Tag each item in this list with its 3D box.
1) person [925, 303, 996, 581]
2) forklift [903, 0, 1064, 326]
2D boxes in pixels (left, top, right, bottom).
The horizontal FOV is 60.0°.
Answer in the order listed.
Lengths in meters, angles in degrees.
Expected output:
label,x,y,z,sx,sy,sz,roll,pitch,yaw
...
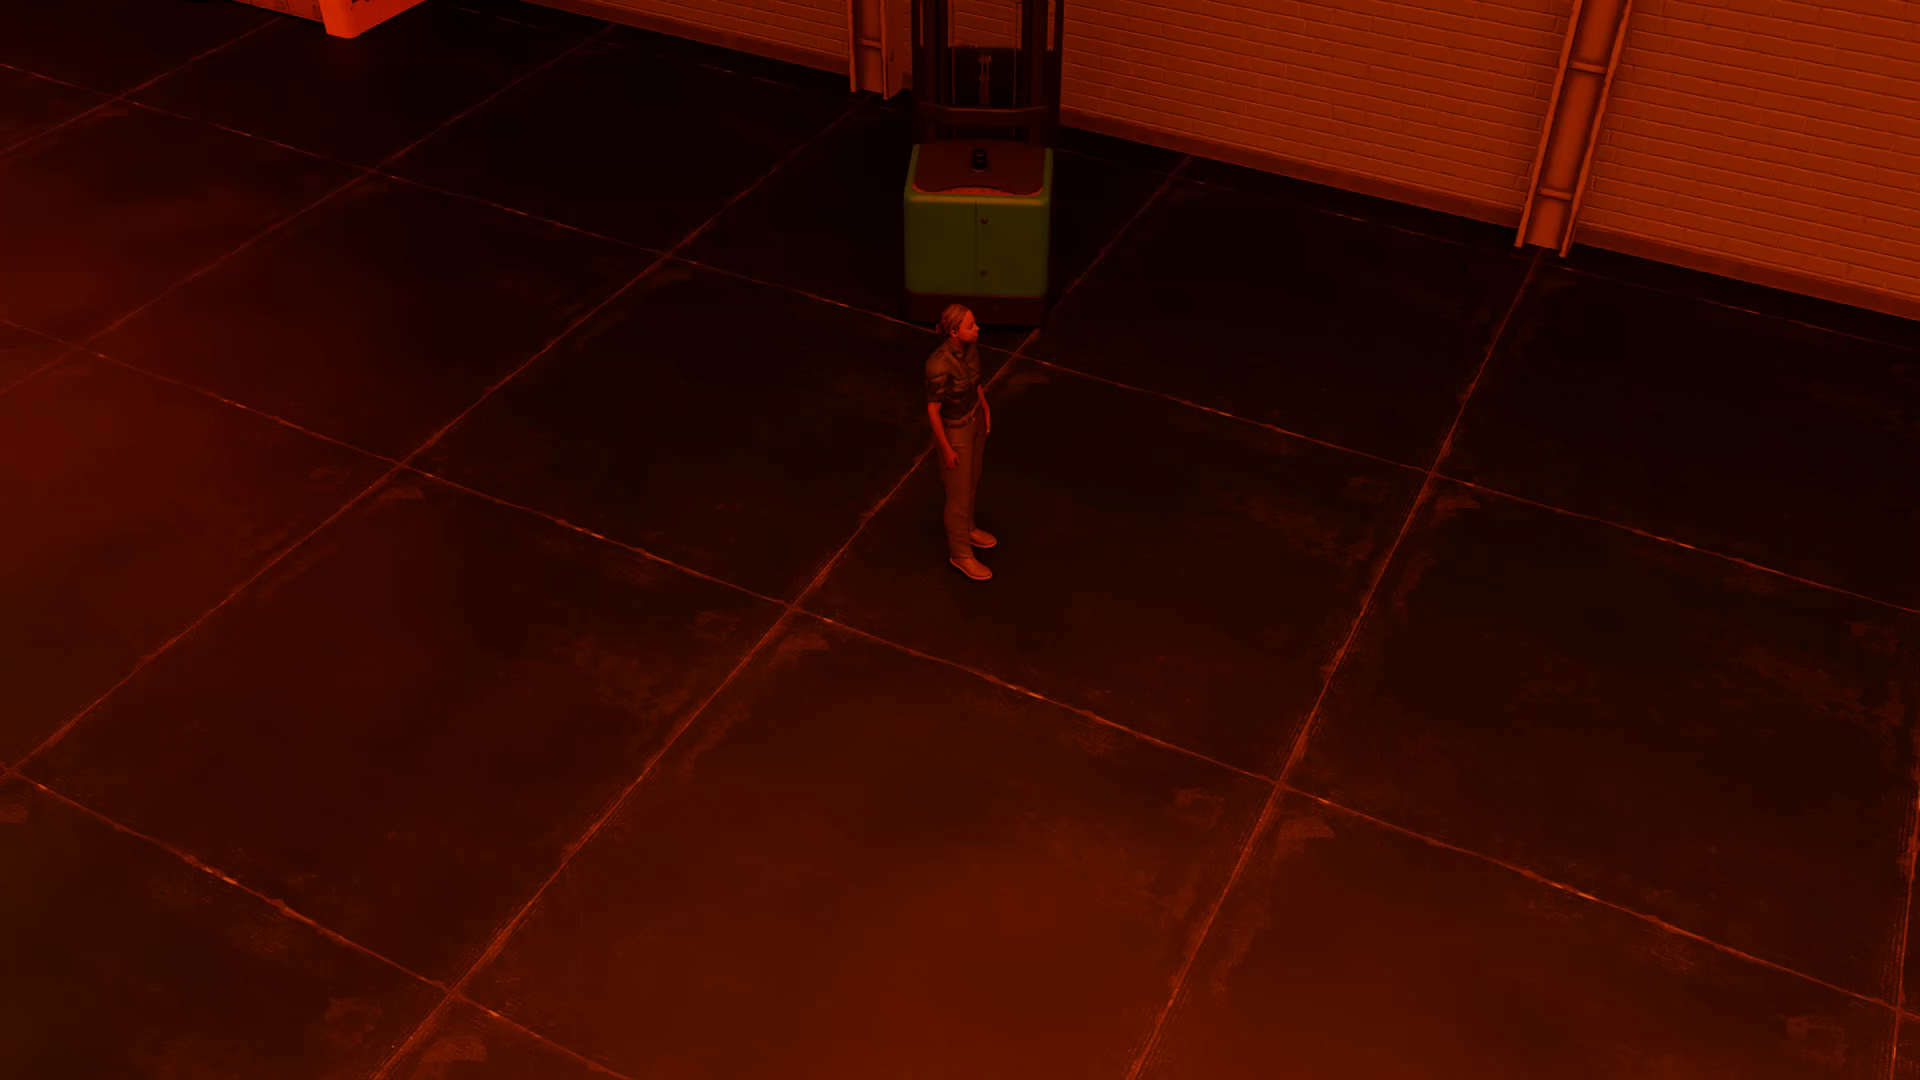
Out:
label,x,y,z,sx,sy,sz,roll,pitch,yaw
person,0.069,-0.596,9.684,0.504,1.642,0.570,18,43,21
forklift,0.213,-3.599,12.260,1.130,2.935,3.031,3,40,3
